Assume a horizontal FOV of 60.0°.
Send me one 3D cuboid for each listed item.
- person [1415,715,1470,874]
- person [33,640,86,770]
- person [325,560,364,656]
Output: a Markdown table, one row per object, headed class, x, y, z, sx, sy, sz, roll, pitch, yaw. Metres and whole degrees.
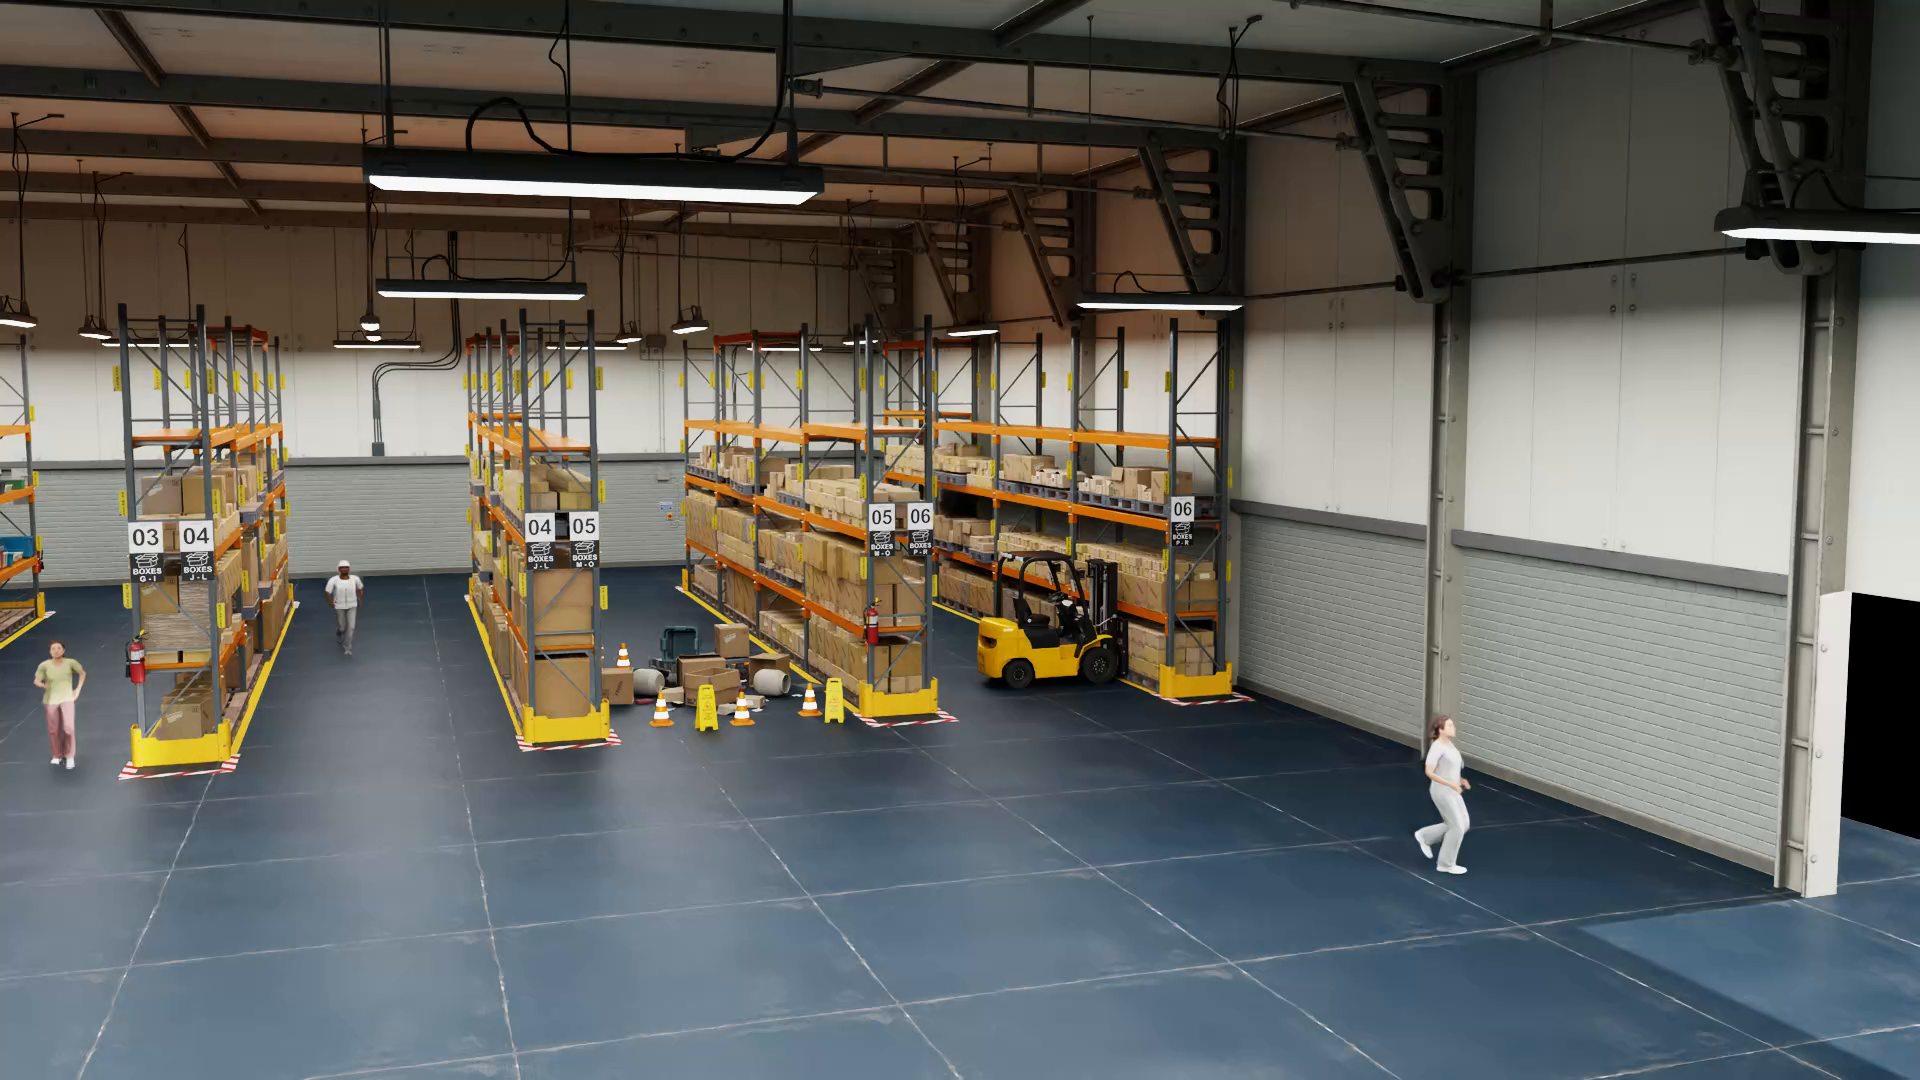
| class | x | y | z | sx | sy | sz | roll | pitch | yaw |
| --- | --- | --- | --- | --- | --- | --- | --- | --- | --- |
| person | 4.920 | 2.583 | 16.998 | 0.594 | 1.618 | 0.562 | 4 | 7 | 37 |
| person | -11.656 | 2.141 | 21.538 | 0.589 | 1.707 | 0.609 | -2 | 6 | -23 |
| person | -11.310 | 1.240 | 30.625 | 0.700 | 1.739 | 0.801 | -3 | 6 | -28 |
